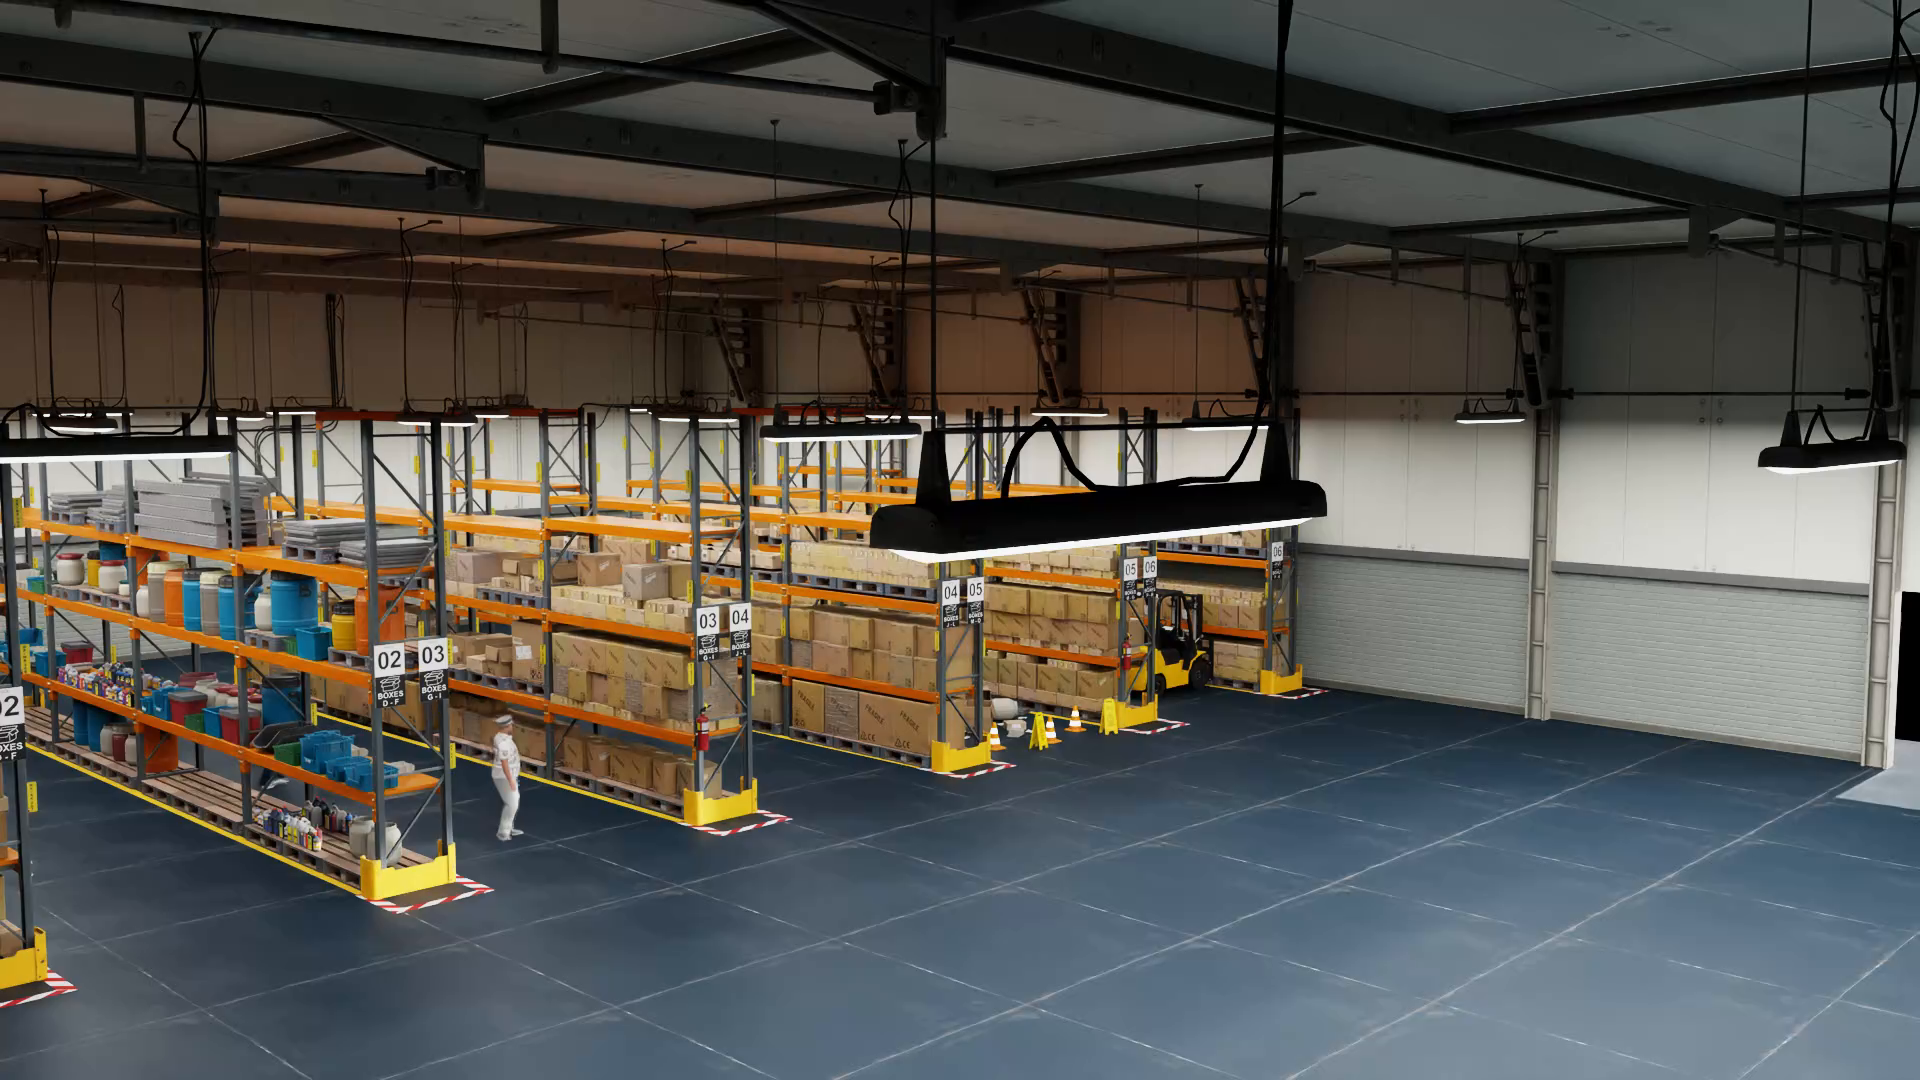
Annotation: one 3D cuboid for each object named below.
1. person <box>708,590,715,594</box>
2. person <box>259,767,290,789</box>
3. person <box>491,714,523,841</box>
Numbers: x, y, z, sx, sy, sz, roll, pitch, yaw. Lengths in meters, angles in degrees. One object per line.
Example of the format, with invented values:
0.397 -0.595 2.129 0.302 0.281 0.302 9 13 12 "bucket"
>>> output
-5.720 2.048 38.232 0.600 1.790 0.463 3 6 28 "person"
-10.952 3.179 26.652 0.475 1.592 0.668 3 6 33 "person"
-6.471 3.407 23.727 0.415 1.848 0.586 -1 5 -8 "person"
